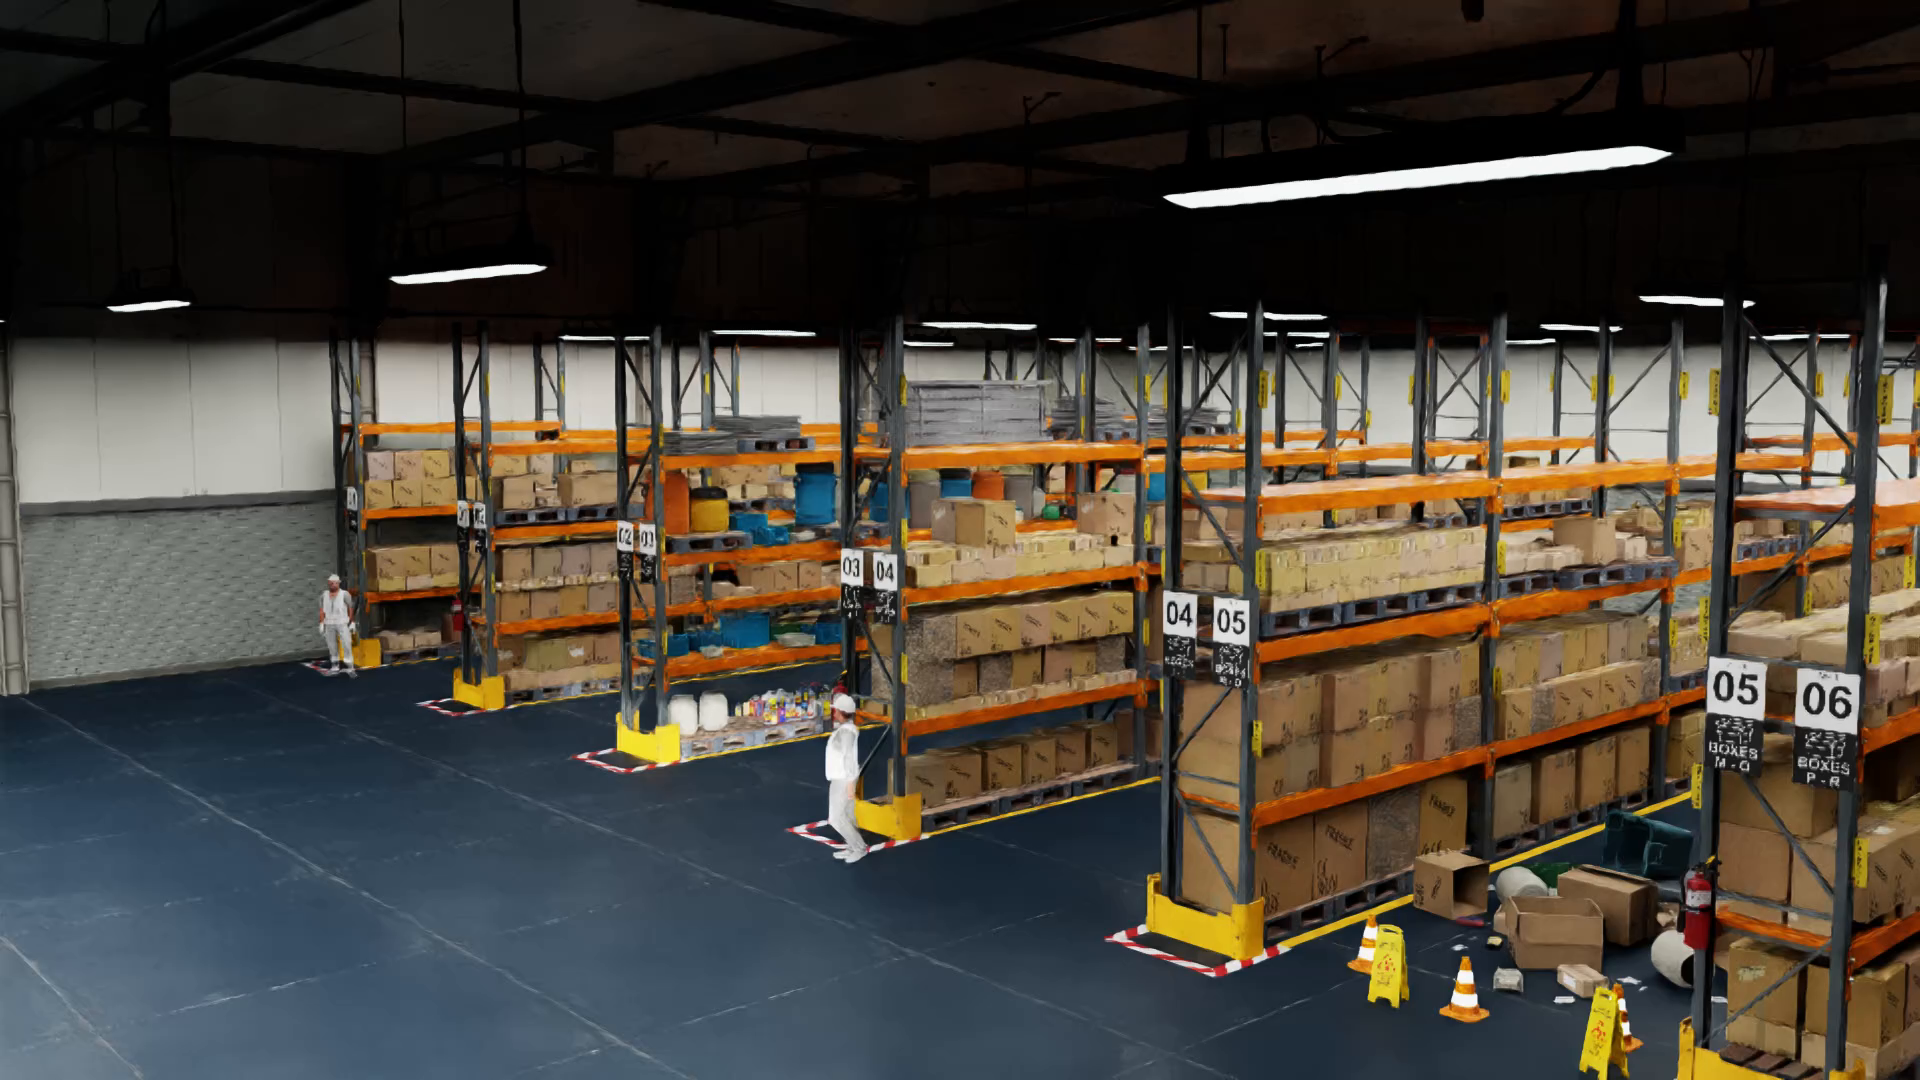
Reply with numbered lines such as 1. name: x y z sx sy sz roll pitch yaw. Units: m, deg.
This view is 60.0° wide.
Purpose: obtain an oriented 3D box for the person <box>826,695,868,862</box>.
1. person: -1.203 2.540 17.717 0.460 1.761 0.658 0 6 3

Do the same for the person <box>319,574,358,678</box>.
1. person: -10.611 1.458 28.396 0.722 1.781 0.565 0 6 -3

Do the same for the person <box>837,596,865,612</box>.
1. person: -2.252 0.982 34.171 1.019 1.612 0.455 -5 8 -43
